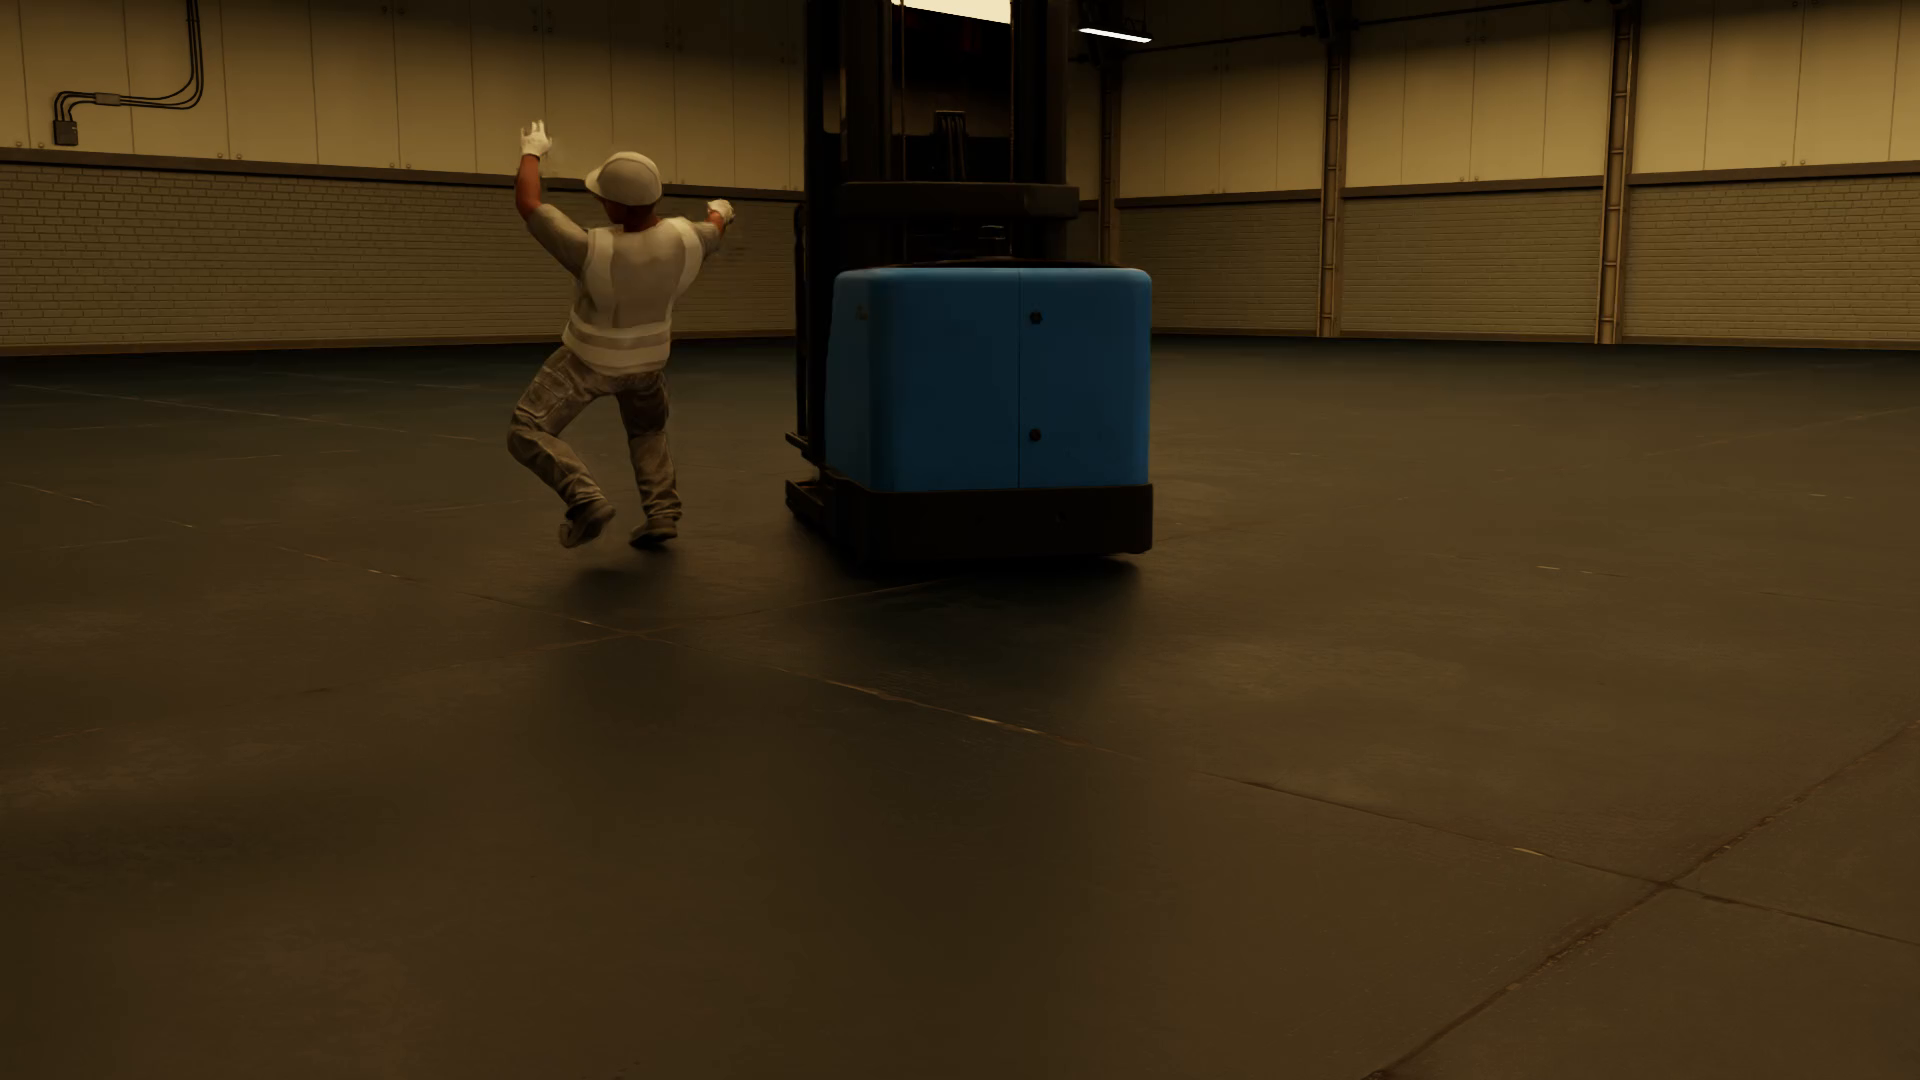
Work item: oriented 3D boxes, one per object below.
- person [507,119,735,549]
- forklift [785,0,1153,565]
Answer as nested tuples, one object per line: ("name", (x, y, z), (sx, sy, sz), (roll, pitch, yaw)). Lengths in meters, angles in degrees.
("person", (-1.161, -0.785, 6.421), (0.686, 1.631, 1.088), (7, 11, 39))
("forklift", (-0.158, -1.538, 7.085), (1.130, 2.935, 3.031), (-2, 9, -14))
